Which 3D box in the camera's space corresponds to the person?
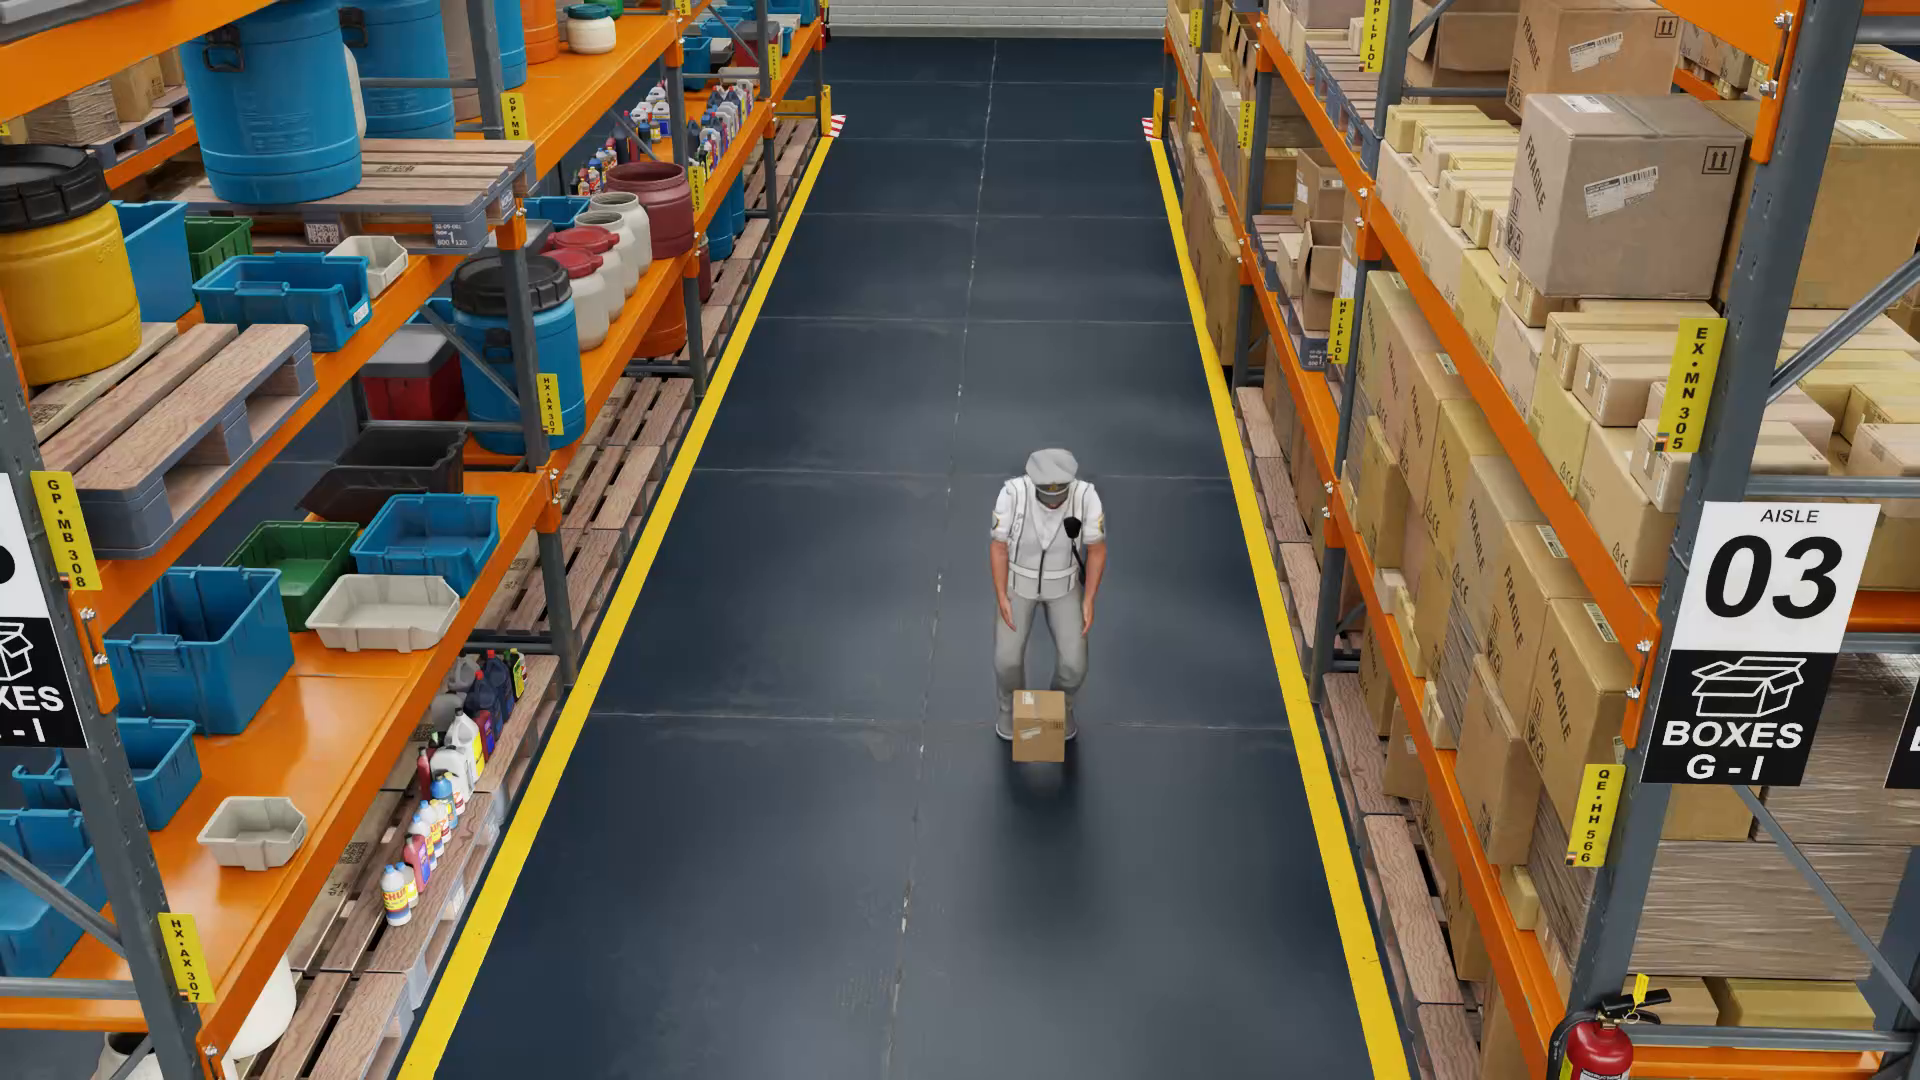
[{"bbox_3d":[0.433,0.253,8.275,0.575,1.633,0.609,1,28,3],"label":"person"}]
